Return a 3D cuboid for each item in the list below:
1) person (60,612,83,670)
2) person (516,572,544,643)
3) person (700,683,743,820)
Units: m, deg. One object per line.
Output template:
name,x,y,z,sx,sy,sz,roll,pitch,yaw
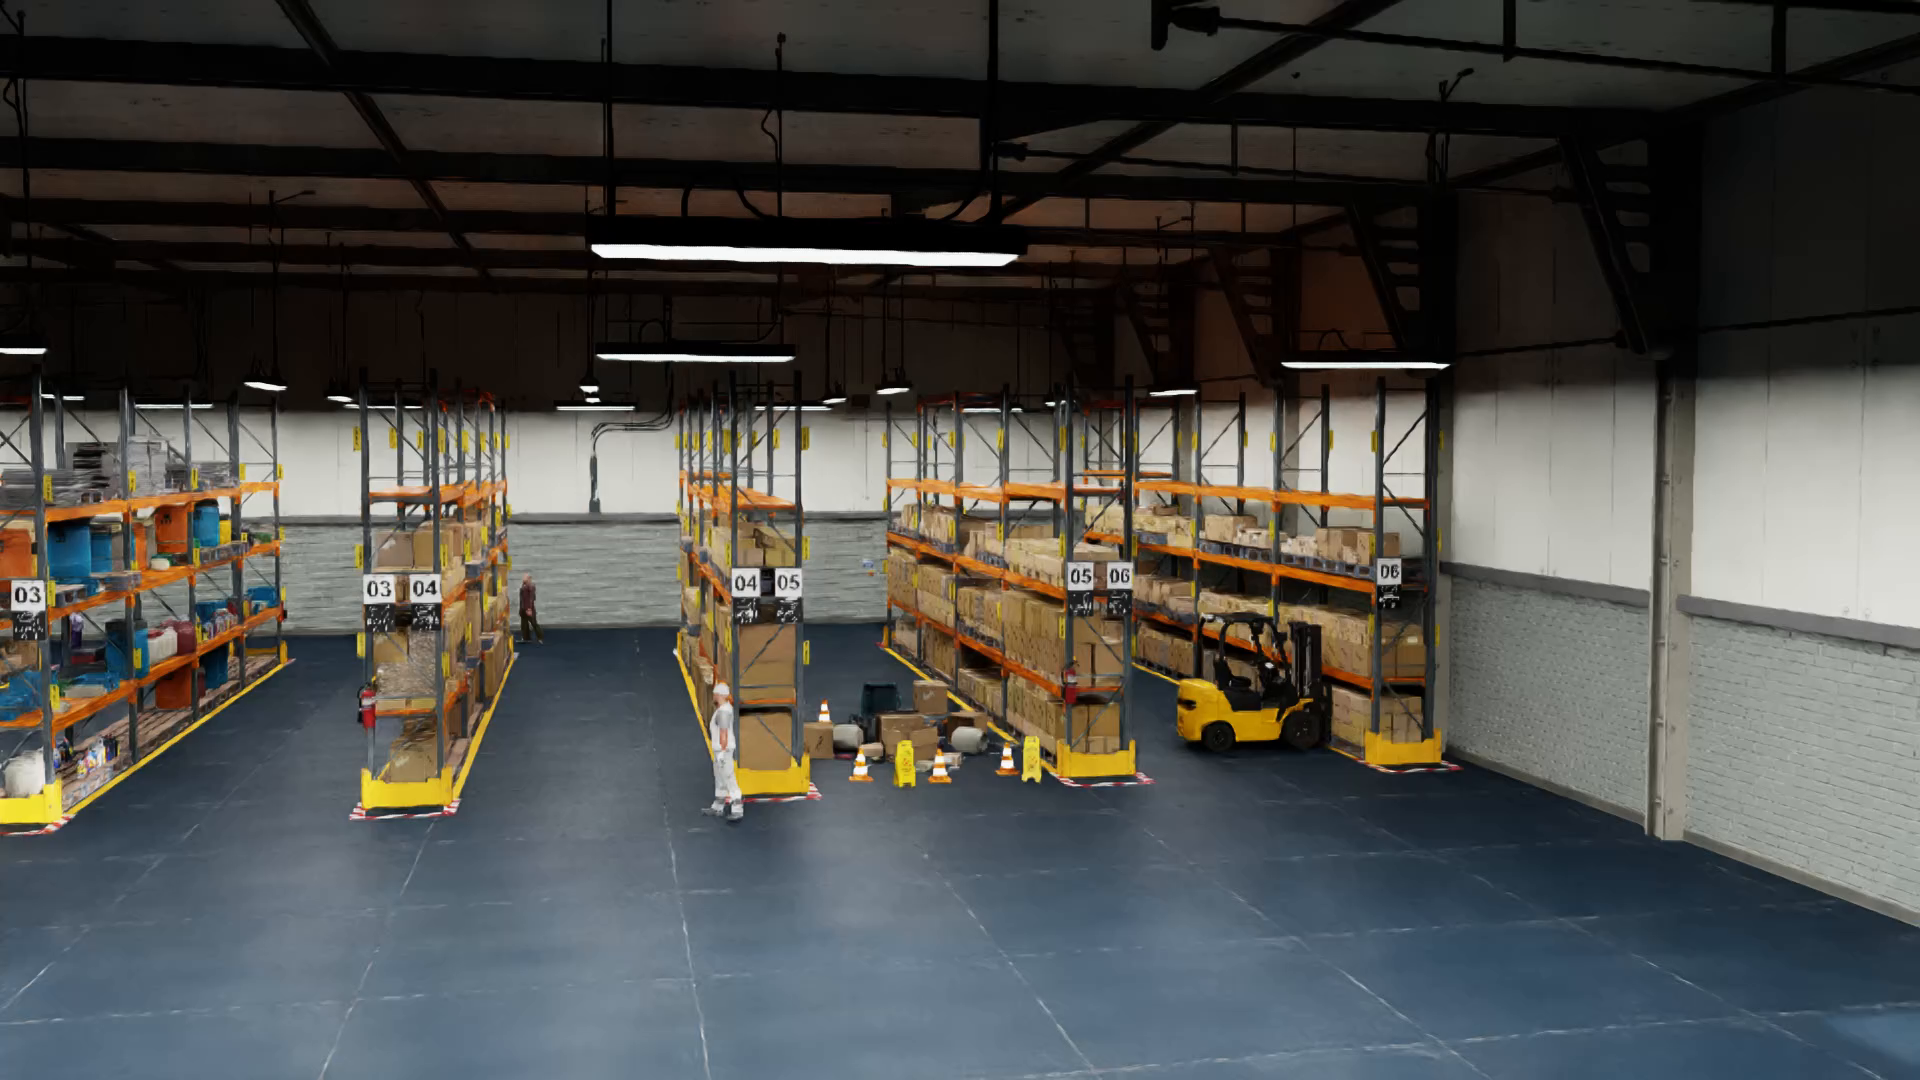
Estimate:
person,-18.847,2.079,35.314,0.497,1.643,0.682,-1,4,-15
person,-10.619,1.675,41.108,0.567,1.773,0.784,-3,5,-43
person,-3.175,2.790,22.108,0.573,1.790,0.722,0,3,-6
